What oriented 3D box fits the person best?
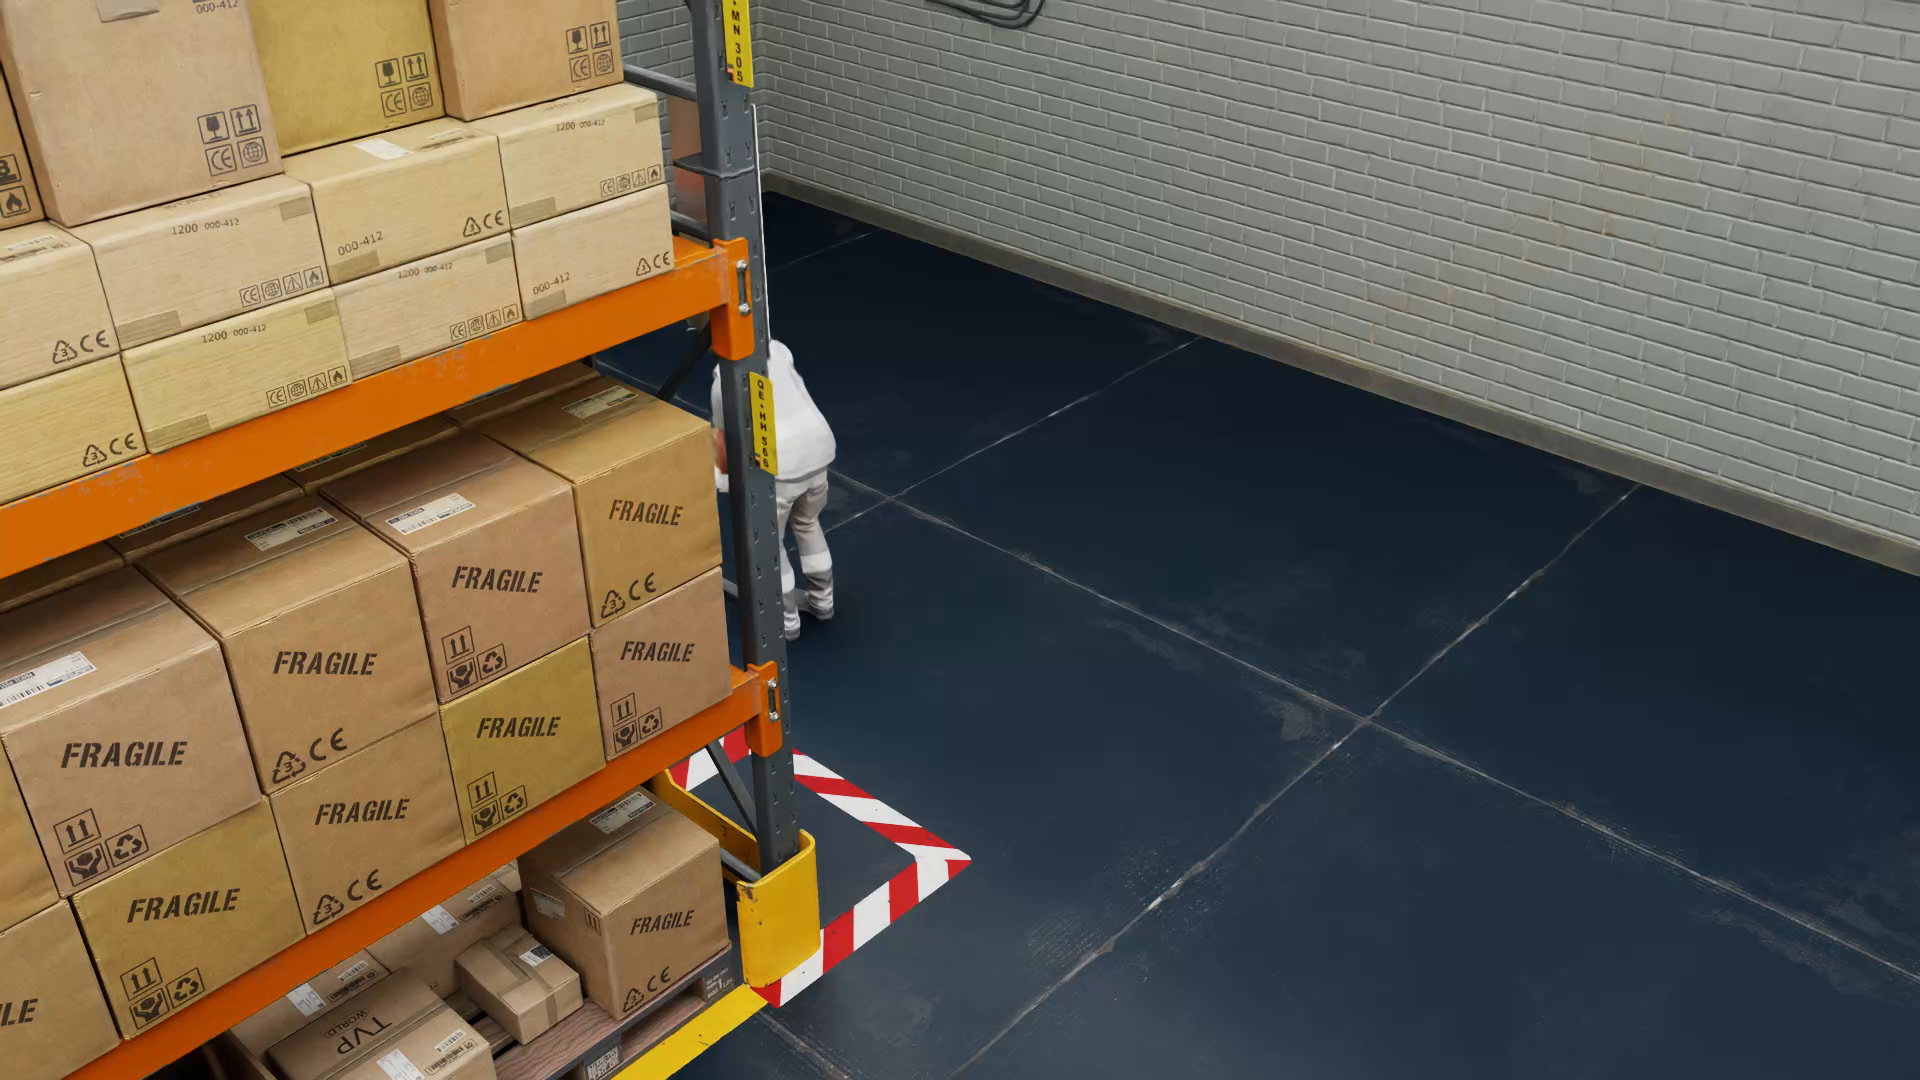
[{"bbox_3d":[-0.922,-0.359,7.834,0.715,1.655,0.483,24,39,34],"label":"person"}]
